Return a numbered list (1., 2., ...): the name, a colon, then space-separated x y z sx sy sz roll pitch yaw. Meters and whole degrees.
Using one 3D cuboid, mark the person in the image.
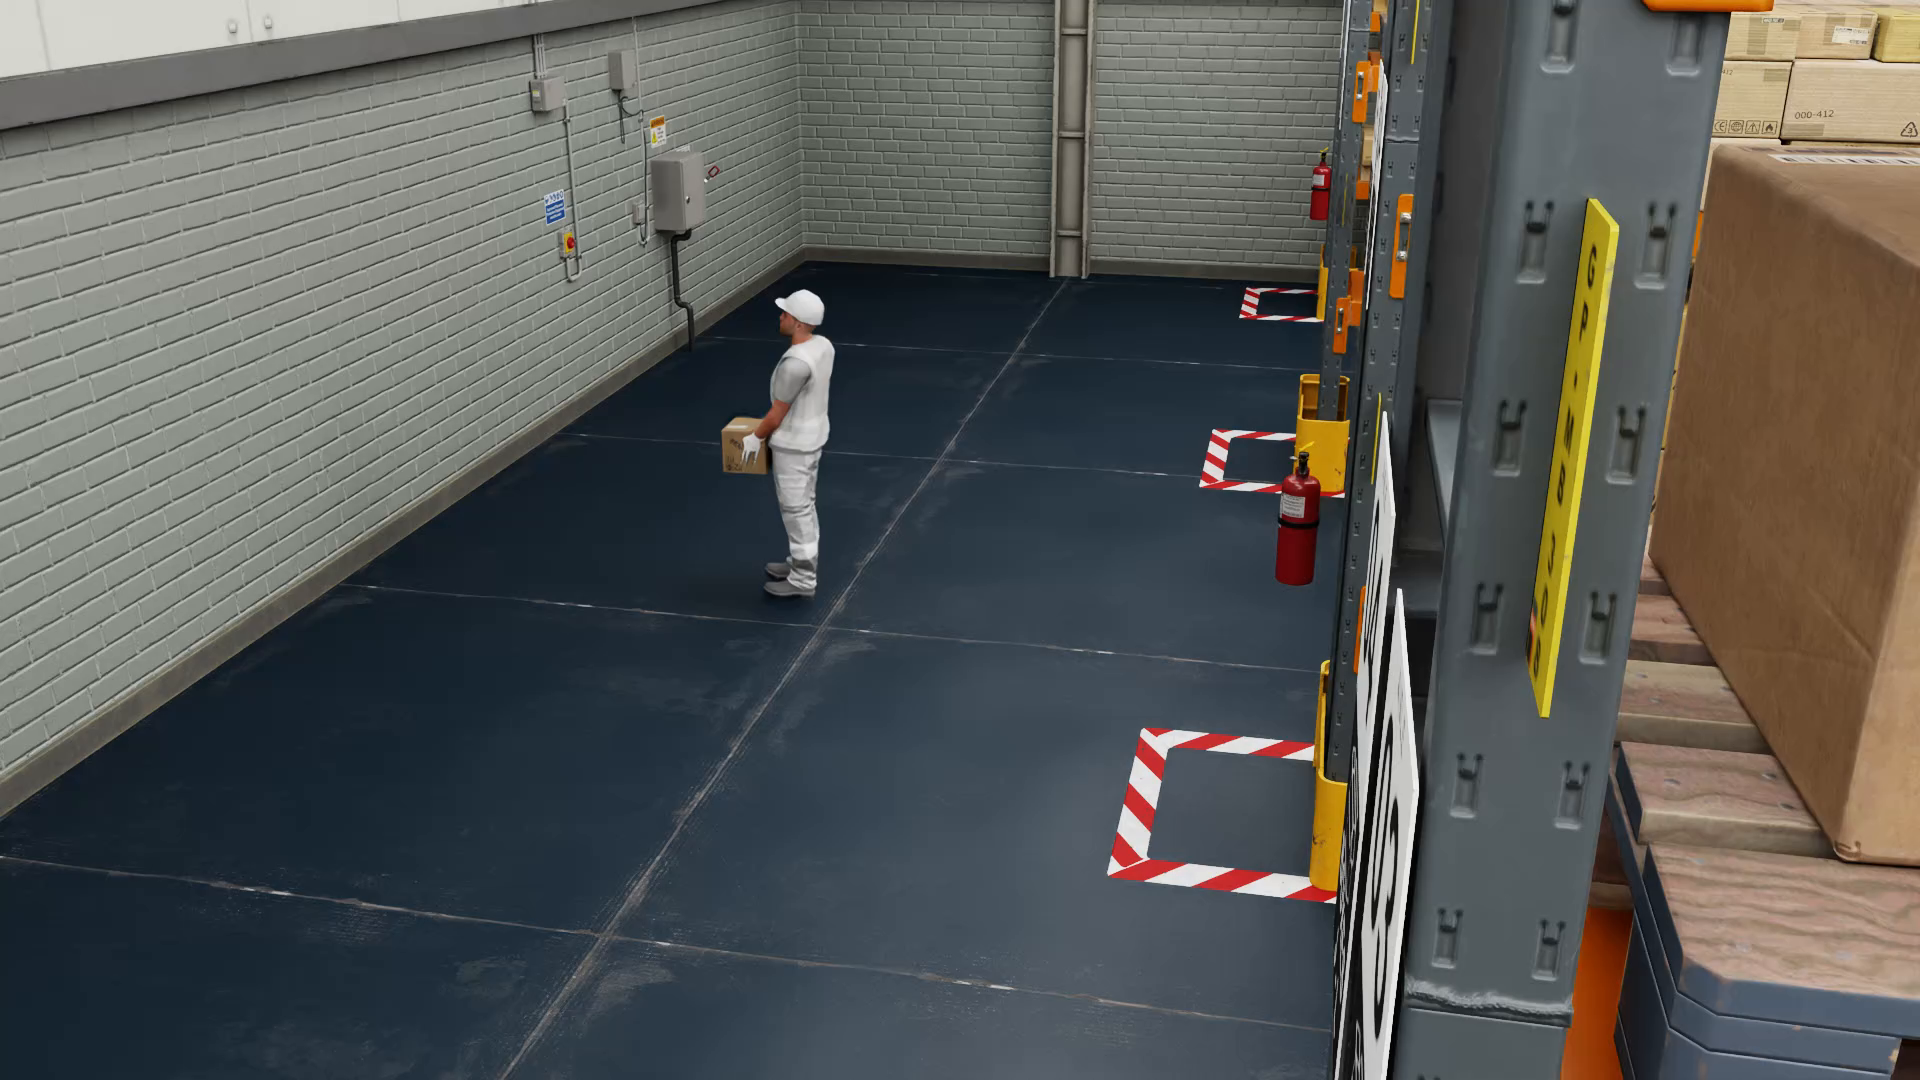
1. person: -0.973 -0.540 9.417 0.505 1.793 0.541 5 22 14
